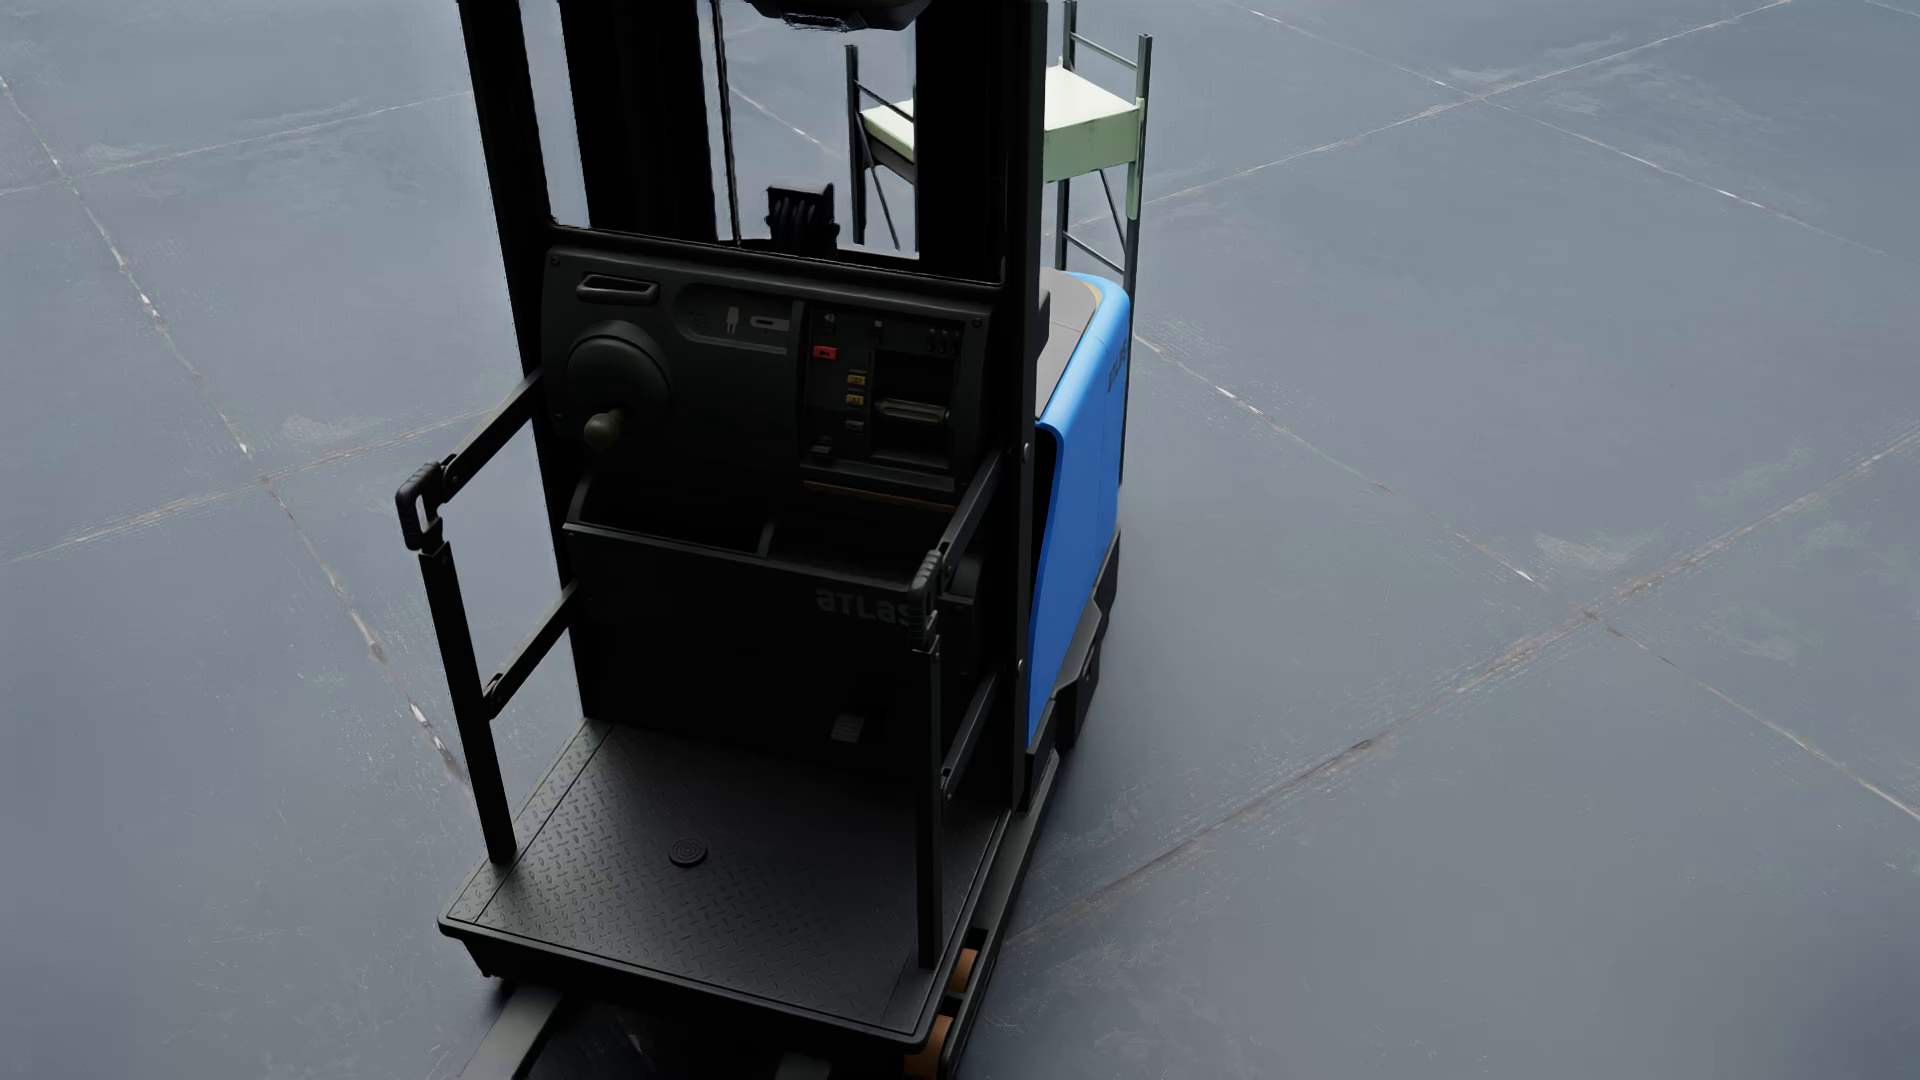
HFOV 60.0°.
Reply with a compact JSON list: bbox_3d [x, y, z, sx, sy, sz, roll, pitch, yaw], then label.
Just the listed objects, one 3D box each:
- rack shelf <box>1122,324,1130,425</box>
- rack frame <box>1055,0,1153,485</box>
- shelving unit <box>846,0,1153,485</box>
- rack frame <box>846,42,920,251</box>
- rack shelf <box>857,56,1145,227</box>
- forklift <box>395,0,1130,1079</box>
[{"bbox_3d":[0.111,-0.513,5.237,0.720,0.370,0.431,-20,40,-25],"label":"rack shelf"},{"bbox_3d":[0.423,-0.890,5.203,0.023,1.500,0.400,-20,40,-25],"label":"rack frame"},{"bbox_3d":[0.111,-0.778,5.047,0.755,1.500,0.431,-20,40,-25],"label":"shelving unit"},{"bbox_3d":[-0.200,-0.665,4.891,0.023,1.500,0.400,-20,40,-25],"label":"rack frame"},{"bbox_3d":[0.111,-1.095,4.819,0.720,0.370,0.431,-20,40,-25],"label":"rack shelf"},{"bbox_3d":[-0.457,-0.266,3.109,1.130,2.935,3.031,10,37,14],"label":"forklift"}]
